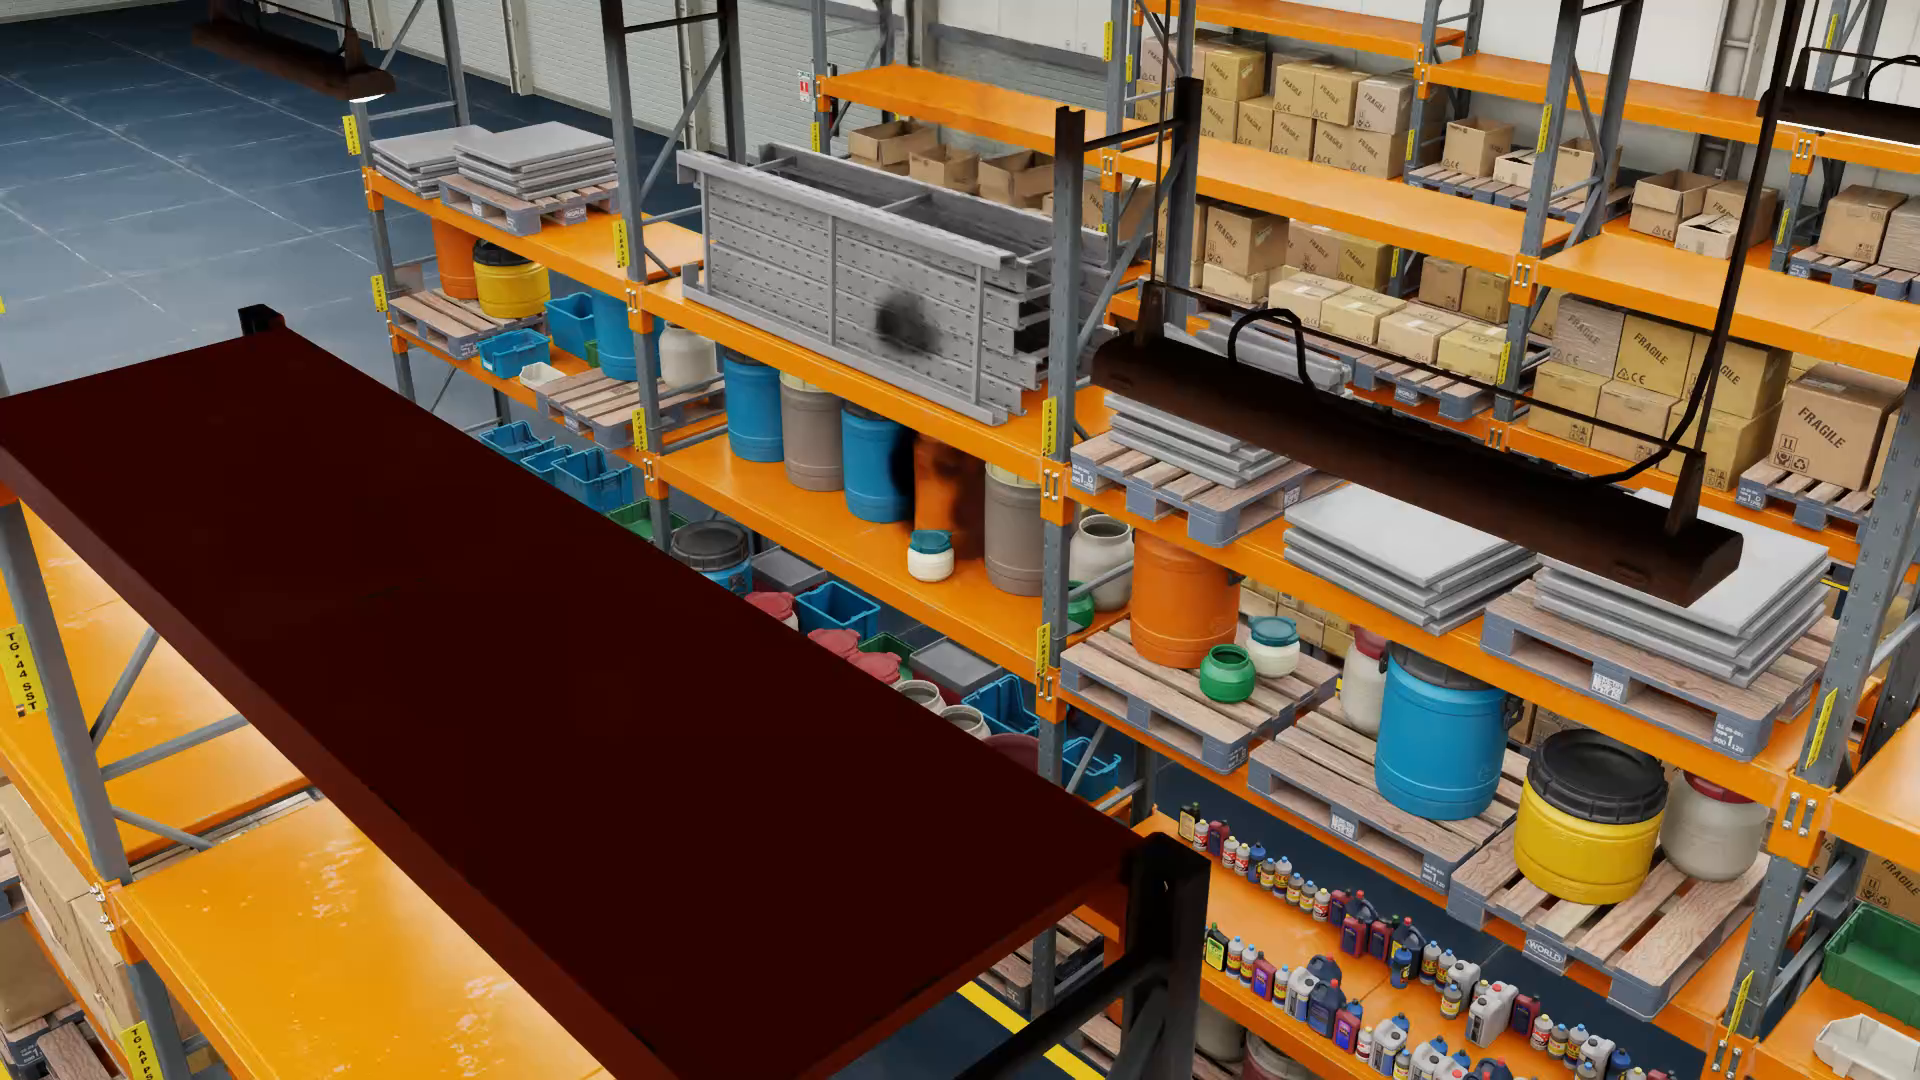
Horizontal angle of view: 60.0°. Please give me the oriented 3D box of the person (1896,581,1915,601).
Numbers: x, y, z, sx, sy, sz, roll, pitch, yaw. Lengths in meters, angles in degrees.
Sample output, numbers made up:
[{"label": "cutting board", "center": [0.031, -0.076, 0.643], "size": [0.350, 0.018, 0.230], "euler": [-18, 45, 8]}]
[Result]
[{"label": "person", "center": [7.827, 0.628, 13.798], "size": [0.705, 1.824, 0.632], "euler": [21, 34, 33]}]

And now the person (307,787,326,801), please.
[{"label": "person", "center": [-4.986, 1.518, 12.351], "size": [0.546, 1.613, 0.615], "euler": [24, 36, 37]}]

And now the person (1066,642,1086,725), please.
[{"label": "person", "center": [0.858, 0.799, 13.676], "size": [0.544, 1.601, 0.586], "euler": [19, 34, 32]}]
